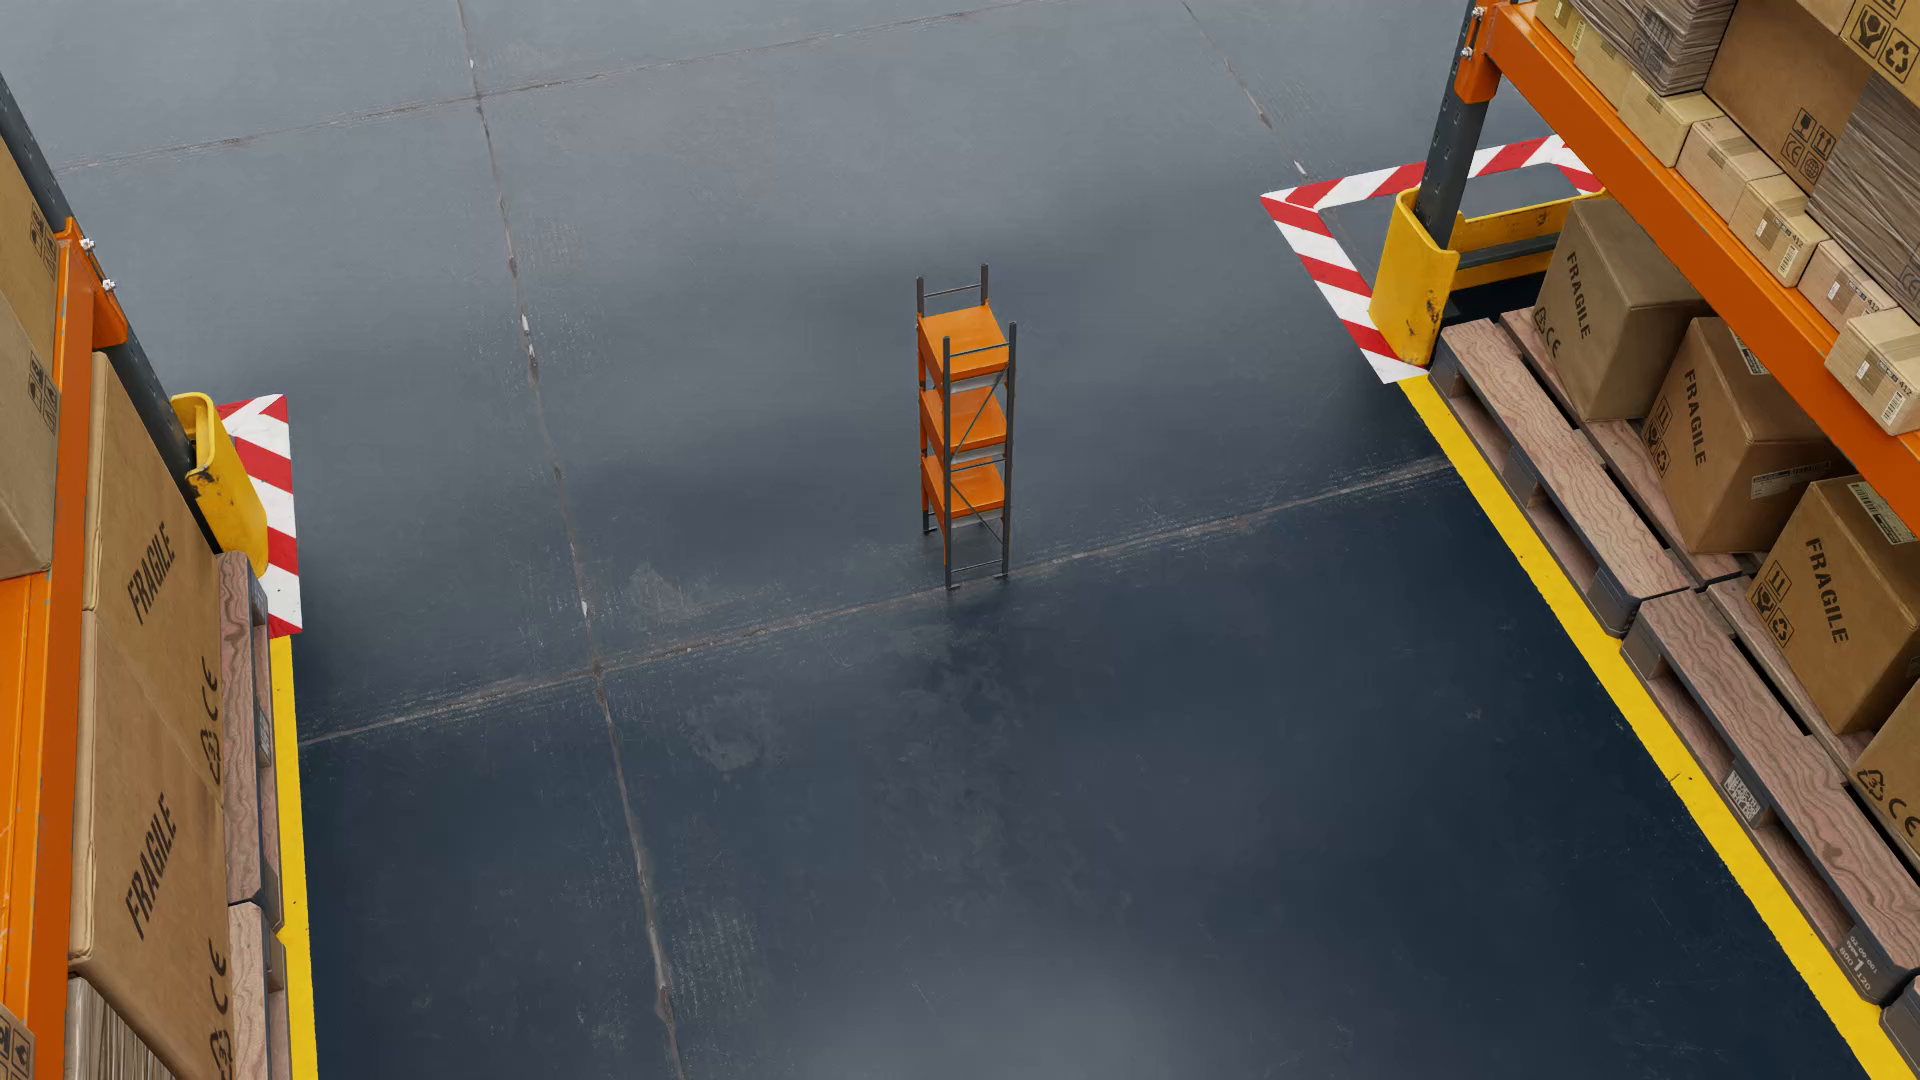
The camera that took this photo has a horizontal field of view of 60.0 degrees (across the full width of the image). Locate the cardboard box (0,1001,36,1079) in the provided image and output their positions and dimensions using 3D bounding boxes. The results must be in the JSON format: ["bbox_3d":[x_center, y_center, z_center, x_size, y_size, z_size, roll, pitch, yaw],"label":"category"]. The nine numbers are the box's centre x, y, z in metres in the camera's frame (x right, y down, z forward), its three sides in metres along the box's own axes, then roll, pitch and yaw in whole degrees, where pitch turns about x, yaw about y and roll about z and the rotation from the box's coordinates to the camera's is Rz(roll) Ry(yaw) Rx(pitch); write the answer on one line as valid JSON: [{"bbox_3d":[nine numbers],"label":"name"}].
[{"bbox_3d":[-1.910,0.966,2.376,0.875,0.550,0.550,-13,51,-11],"label":"cardboard box"}]

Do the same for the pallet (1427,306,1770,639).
[{"bbox_3d":[2.256,-0.315,5.377,1.003,0.211,1.213,-13,51,-11],"label":"pallet"}]

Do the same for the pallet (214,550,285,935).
[{"bbox_3d":[-2.430,0.642,4.571,1.003,0.211,1.213,-13,51,-11],"label":"pallet"}]

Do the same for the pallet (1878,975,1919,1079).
[{"bbox_3d":[2.978,1.467,3.875,1.003,0.211,1.213,-13,51,-11],"label":"pallet"}]

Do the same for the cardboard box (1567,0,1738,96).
[{"bbox_3d":[2.163,-1.591,4.369,0.875,0.500,0.500,-13,51,-11],"label":"cardboard box"}]

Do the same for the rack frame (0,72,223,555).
[{"bbox_3d":[-2.741,-0.823,3.982,1.000,3.000,0.127,-13,51,-11],"label":"rack frame"}]

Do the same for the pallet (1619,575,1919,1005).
[{"bbox_3d":[2.613,0.575,4.627,1.003,0.211,1.213,-13,51,-11],"label":"pallet"}]

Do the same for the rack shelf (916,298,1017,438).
[{"bbox_3d":[0.016,-0.475,4.607,0.215,0.259,0.240,-13,51,-11],"label":"rack shelf"}]

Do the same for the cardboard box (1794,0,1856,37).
[{"bbox_3d":[2.071,-1.491,3.631,0.500,0.500,0.500,-13,51,-11],"label":"cardboard box"}]

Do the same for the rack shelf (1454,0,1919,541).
[{"bbox_3d":[2.619,-0.178,3.909,1.077,0.370,4.000,-13,51,-11],"label":"rack shelf"}]

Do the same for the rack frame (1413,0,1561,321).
[{"bbox_3d":[2.027,-1.870,4.865,1.000,3.000,0.127,-13,51,-11],"label":"rack frame"}]

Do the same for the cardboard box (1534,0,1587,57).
[{"bbox_3d":[1.884,-1.527,4.740,0.380,0.149,0.250,-13,51,-11],"label":"cardboard box"}]

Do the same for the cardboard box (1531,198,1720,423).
[{"bbox_3d":[2.196,-0.740,5.272,0.500,0.500,0.500,-5,50,-4],"label":"cardboard box"}]

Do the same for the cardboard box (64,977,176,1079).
[{"bbox_3d":[-1.947,1.515,3.126,0.875,0.875,0.875,-13,51,-11],"label":"cardboard box"}]

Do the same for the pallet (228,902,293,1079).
[{"bbox_3d":[-2.073,1.532,3.821,1.003,0.211,1.213,-13,51,-11],"label":"pallet"}]

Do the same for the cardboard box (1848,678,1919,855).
[{"bbox_3d":[2.695,0.568,4.170,0.500,0.500,0.500,-17,52,-14],"label":"cardboard box"}]

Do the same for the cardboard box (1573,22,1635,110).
[{"bbox_3d":[1.939,-1.340,4.582,0.380,0.149,0.250,-13,51,-11],"label":"cardboard box"}]

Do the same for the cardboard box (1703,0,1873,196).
[{"bbox_3d":[2.426,-1.253,4.084,0.875,0.500,0.500,-13,51,-11],"label":"cardboard box"}]

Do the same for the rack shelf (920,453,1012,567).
[{"bbox_3d":[0.016,-0.113,5.036,0.215,0.259,0.240,-13,51,-11],"label":"rack shelf"}]

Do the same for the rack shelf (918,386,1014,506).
[{"bbox_3d":[0.016,-0.292,4.824,0.215,0.259,0.240,-13,51,-11],"label":"rack shelf"}]

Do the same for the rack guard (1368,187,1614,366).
[{"bbox_3d":[2.050,-1.009,5.774,1.175,0.500,0.348,-13,51,-11],"label":"rack guard"}]

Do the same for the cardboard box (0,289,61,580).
[{"bbox_3d":[-2.404,-0.214,3.370,0.875,0.550,0.550,-13,51,-11],"label":"cardboard box"}]

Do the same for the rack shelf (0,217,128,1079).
[{"bbox_3d":[-2.150,0.870,3.025,1.077,0.370,4.000,-13,51,-11],"label":"rack shelf"}]

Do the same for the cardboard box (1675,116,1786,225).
[{"bbox_3d":[2.093,-0.977,4.276,0.380,0.149,0.250,-13,51,-11],"label":"cardboard box"}]

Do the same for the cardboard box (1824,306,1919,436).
[{"bbox_3d":[2.235,-0.410,3.798,0.380,0.149,0.250,-13,51,-11],"label":"cardboard box"}]

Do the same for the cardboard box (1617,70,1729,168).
[{"bbox_3d":[1.999,-1.154,4.426,0.380,0.149,0.250,-13,51,-11],"label":"cardboard box"}]

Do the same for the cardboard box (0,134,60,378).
[{"bbox_3d":[-2.588,-0.610,3.705,0.875,0.550,0.550,-13,51,-11],"label":"cardboard box"}]

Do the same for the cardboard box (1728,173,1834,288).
[{"bbox_3d":[2.160,-0.792,4.120,0.380,0.149,0.250,-13,51,-11],"label":"cardboard box"}]

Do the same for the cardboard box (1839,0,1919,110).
[{"bbox_3d":[2.220,-1.126,3.323,0.500,0.500,0.500,-13,51,-11],"label":"cardboard box"}]

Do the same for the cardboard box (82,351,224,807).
[{"bbox_3d":[-2.477,0.207,4.229,0.875,0.875,0.875,-13,51,-11],"label":"cardboard box"}]

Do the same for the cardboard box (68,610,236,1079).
[{"bbox_3d":[-2.215,0.849,3.687,0.875,0.875,0.875,-14,51,-12],"label":"cardboard box"}]

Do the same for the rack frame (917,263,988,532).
[{"bbox_3d":[-0.020,-0.388,4.891,0.200,1.050,0.008,-13,51,-11],"label":"rack frame"}]

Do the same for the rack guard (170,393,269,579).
[{"bbox_3d":[-2.748,-0.035,4.952,1.175,0.500,0.348,-13,51,-11],"label":"rack guard"}]

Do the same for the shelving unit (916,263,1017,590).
[{"bbox_3d":[0.016,-0.299,4.816,0.215,1.050,0.252,-13,51,-11],"label":"shelving unit"}]

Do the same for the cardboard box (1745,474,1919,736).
[{"bbox_3d":[2.572,0.150,4.522,0.500,0.500,0.500,-9,50,-8],"label":"cardboard box"}]

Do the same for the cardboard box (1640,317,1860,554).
[{"bbox_3d":[2.405,-0.311,4.911,0.500,0.500,0.500,-2,50,-1],"label":"cardboard box"}]

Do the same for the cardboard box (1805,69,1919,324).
[{"bbox_3d":[2.533,-0.878,3.768,0.875,0.500,0.500,-13,51,-11],"label":"cardboard box"}]

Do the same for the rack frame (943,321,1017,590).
[{"bbox_3d":[0.052,-0.210,4.741,0.200,1.050,0.008,-13,51,-11],"label":"rack frame"}]

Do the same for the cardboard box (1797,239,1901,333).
[{"bbox_3d":[2.260,-0.616,3.972,0.380,0.149,0.250,-13,51,-11],"label":"cardboard box"}]
